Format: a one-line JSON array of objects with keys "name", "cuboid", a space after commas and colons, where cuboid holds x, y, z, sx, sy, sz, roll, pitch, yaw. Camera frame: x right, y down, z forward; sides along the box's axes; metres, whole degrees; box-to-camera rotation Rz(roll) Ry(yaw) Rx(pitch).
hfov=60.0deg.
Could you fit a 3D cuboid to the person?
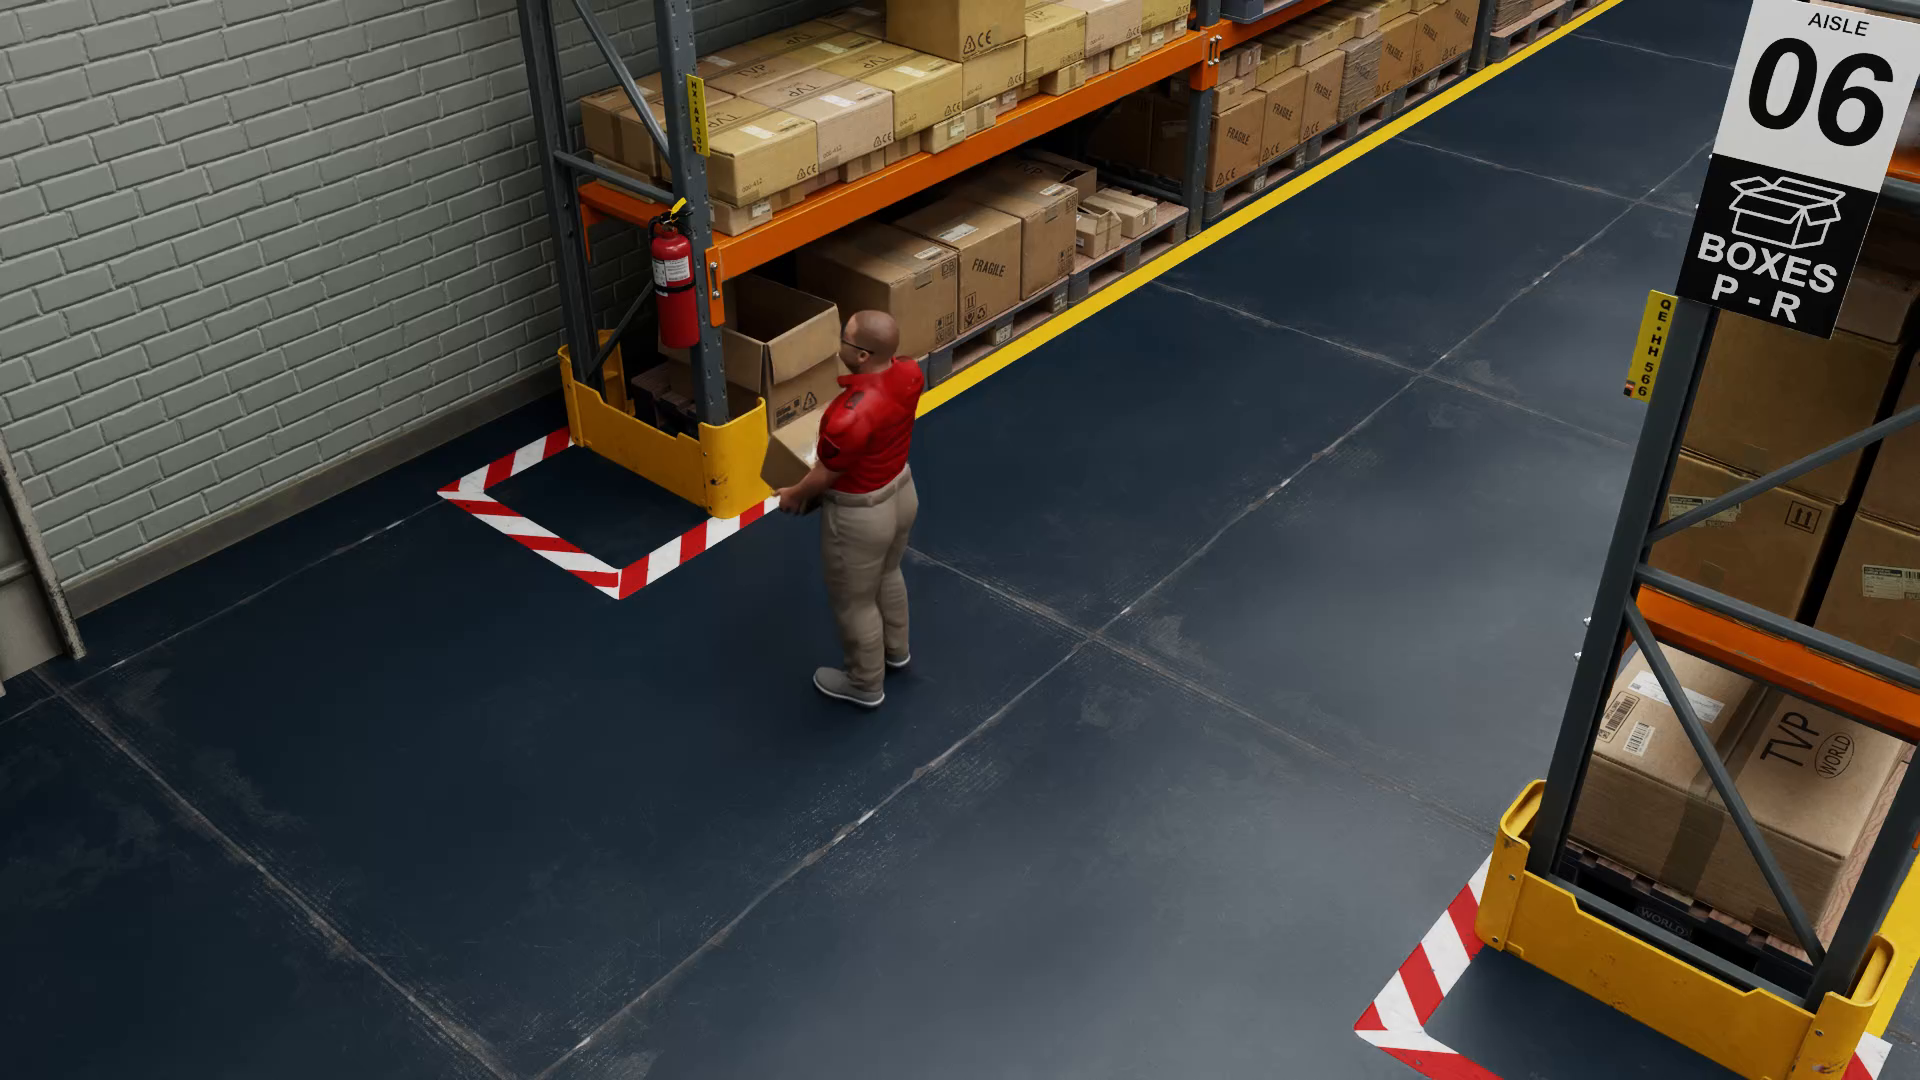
[{"name": "person", "cuboid": [-0.424, -0.139, 6.356, 0.514, 1.728, 0.547, 17, 38, 23]}]
